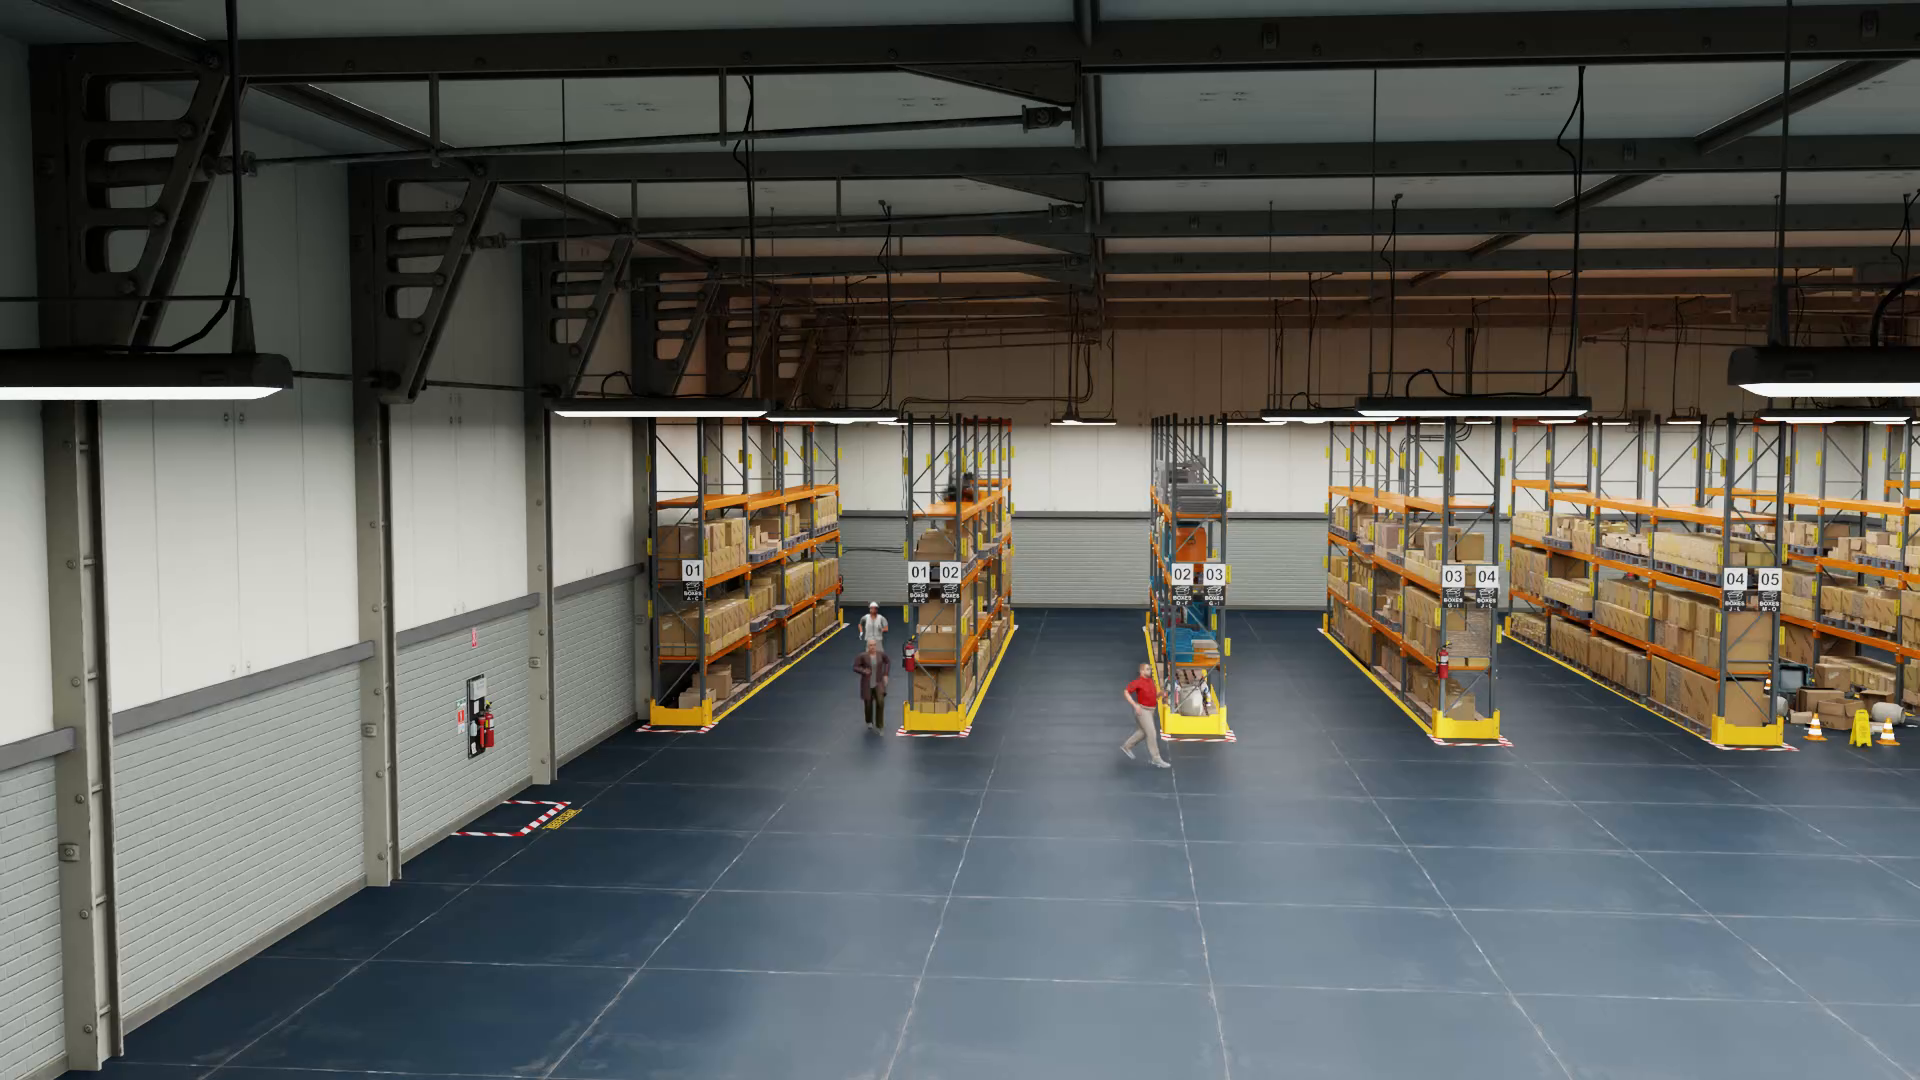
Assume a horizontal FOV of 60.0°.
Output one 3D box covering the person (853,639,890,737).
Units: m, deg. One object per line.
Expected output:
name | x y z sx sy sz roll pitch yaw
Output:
person | -1.653 2.797 31.182 0.735 1.736 0.902 -1 4 -9

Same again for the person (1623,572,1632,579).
person | 19.189 1.714 47.164 0.942 1.656 0.700 1 4 9

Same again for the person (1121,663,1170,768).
person | 3.138 2.942 28.184 0.984 1.721 0.661 2 4 30

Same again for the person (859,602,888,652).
person | -1.946 2.287 37.517 0.663 1.765 0.997 0 4 -7
